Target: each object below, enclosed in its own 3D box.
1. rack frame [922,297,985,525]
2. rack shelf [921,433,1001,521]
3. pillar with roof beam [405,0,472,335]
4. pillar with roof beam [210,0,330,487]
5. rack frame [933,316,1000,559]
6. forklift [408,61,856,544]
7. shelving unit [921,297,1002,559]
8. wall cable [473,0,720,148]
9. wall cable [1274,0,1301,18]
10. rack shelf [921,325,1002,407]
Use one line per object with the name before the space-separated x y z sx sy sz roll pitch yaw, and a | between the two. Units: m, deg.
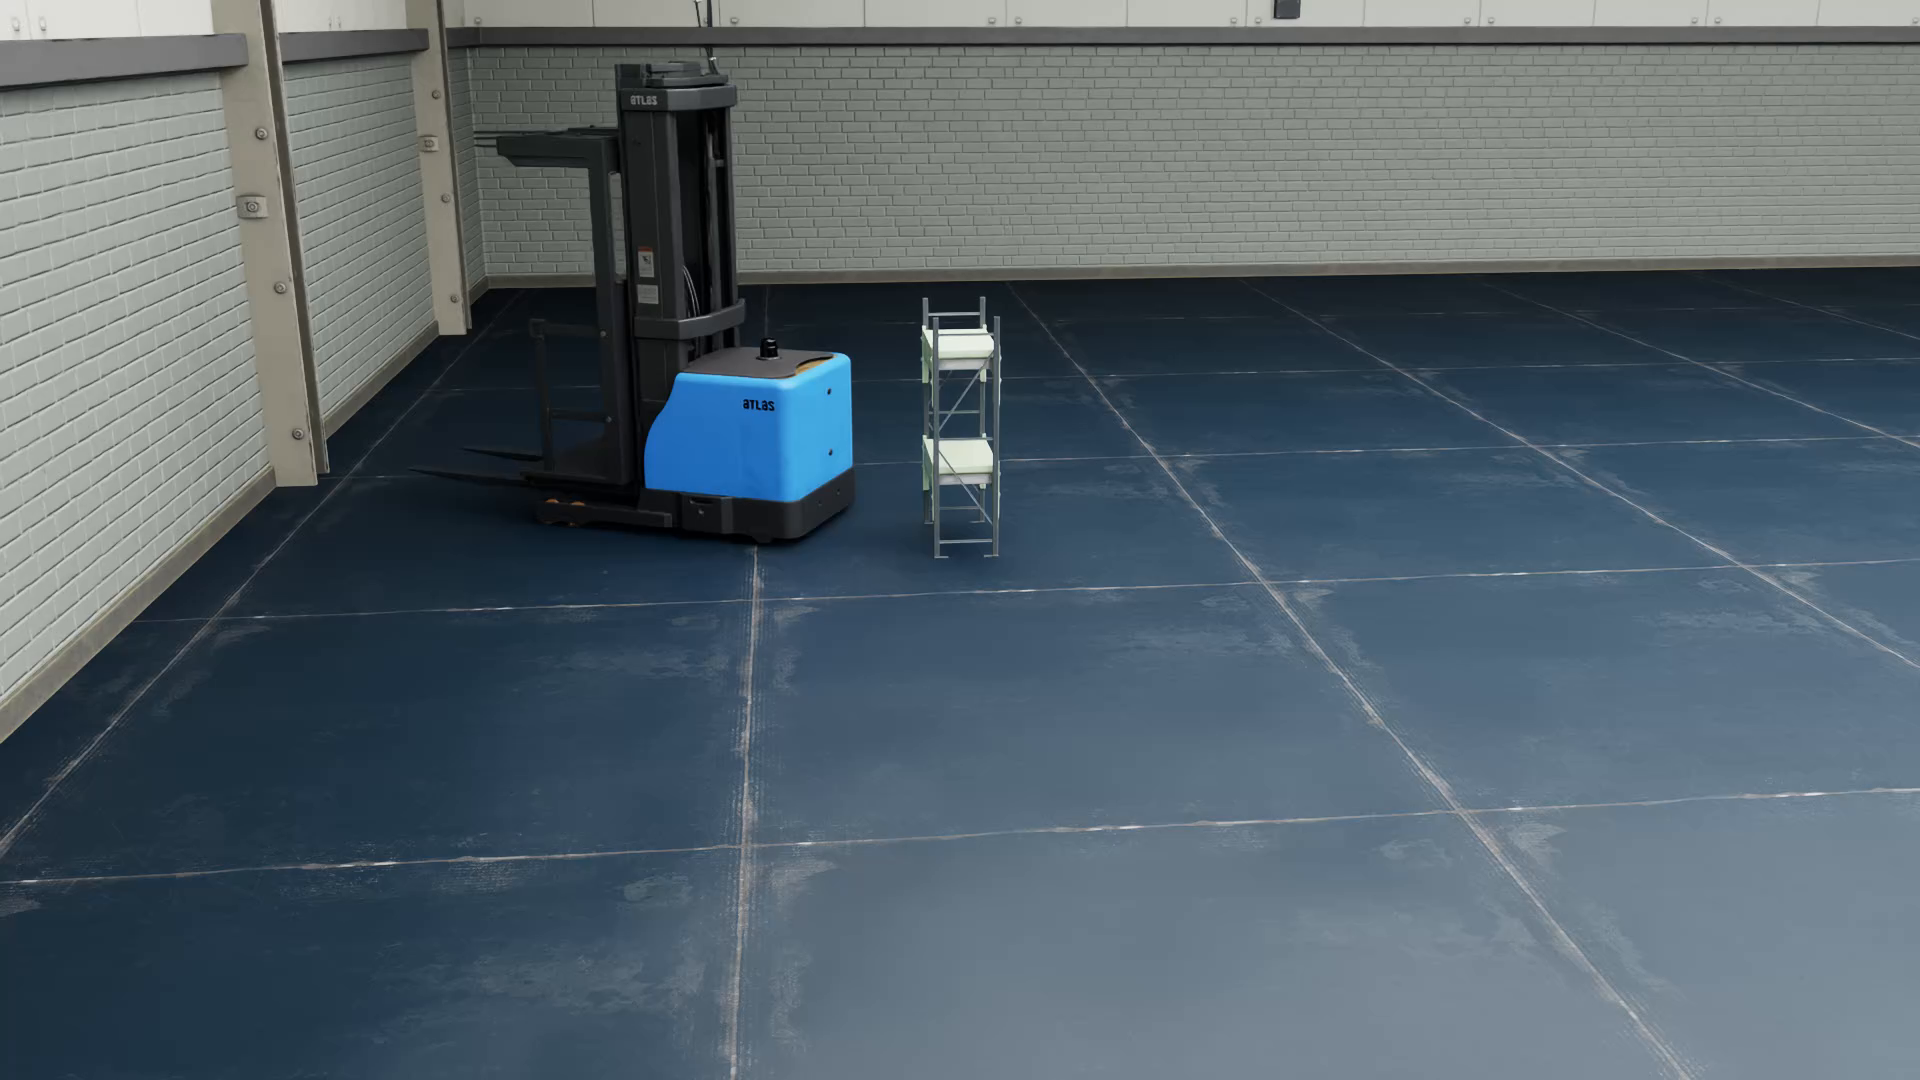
rack frame | -0.038 -0.827 10.806 0.400 1.500 0.023 -2 18 -6
rack shelf | -0.001 -0.407 10.556 0.431 0.370 0.720 -2 18 -6
pillar with roof beam | -1.130 -6.659 16.865 9.100 9.000 0.400 -2 18 -6
pillar with roof beam | -0.511 -4.872 11.171 9.100 9.000 0.400 -2 18 -6
rack frame | 0.037 -0.609 10.111 0.400 1.500 0.023 -2 18 -6
forklift | -2.284 -1.624 10.958 3.031 2.935 1.130 6 18 18
shelving unit | -0.001 -0.718 10.459 0.431 1.500 0.755 -2 18 -6
wall cable | -4.401 -5.963 19.833 3.097 2.526 0.112 -2 18 -6
wall cable | 5.044 -9.356 19.777 2.305 6.003 0.169 -2 18 -6
rack shelf | -0.001 -1.090 10.342 0.431 0.370 0.720 -2 18 -6
